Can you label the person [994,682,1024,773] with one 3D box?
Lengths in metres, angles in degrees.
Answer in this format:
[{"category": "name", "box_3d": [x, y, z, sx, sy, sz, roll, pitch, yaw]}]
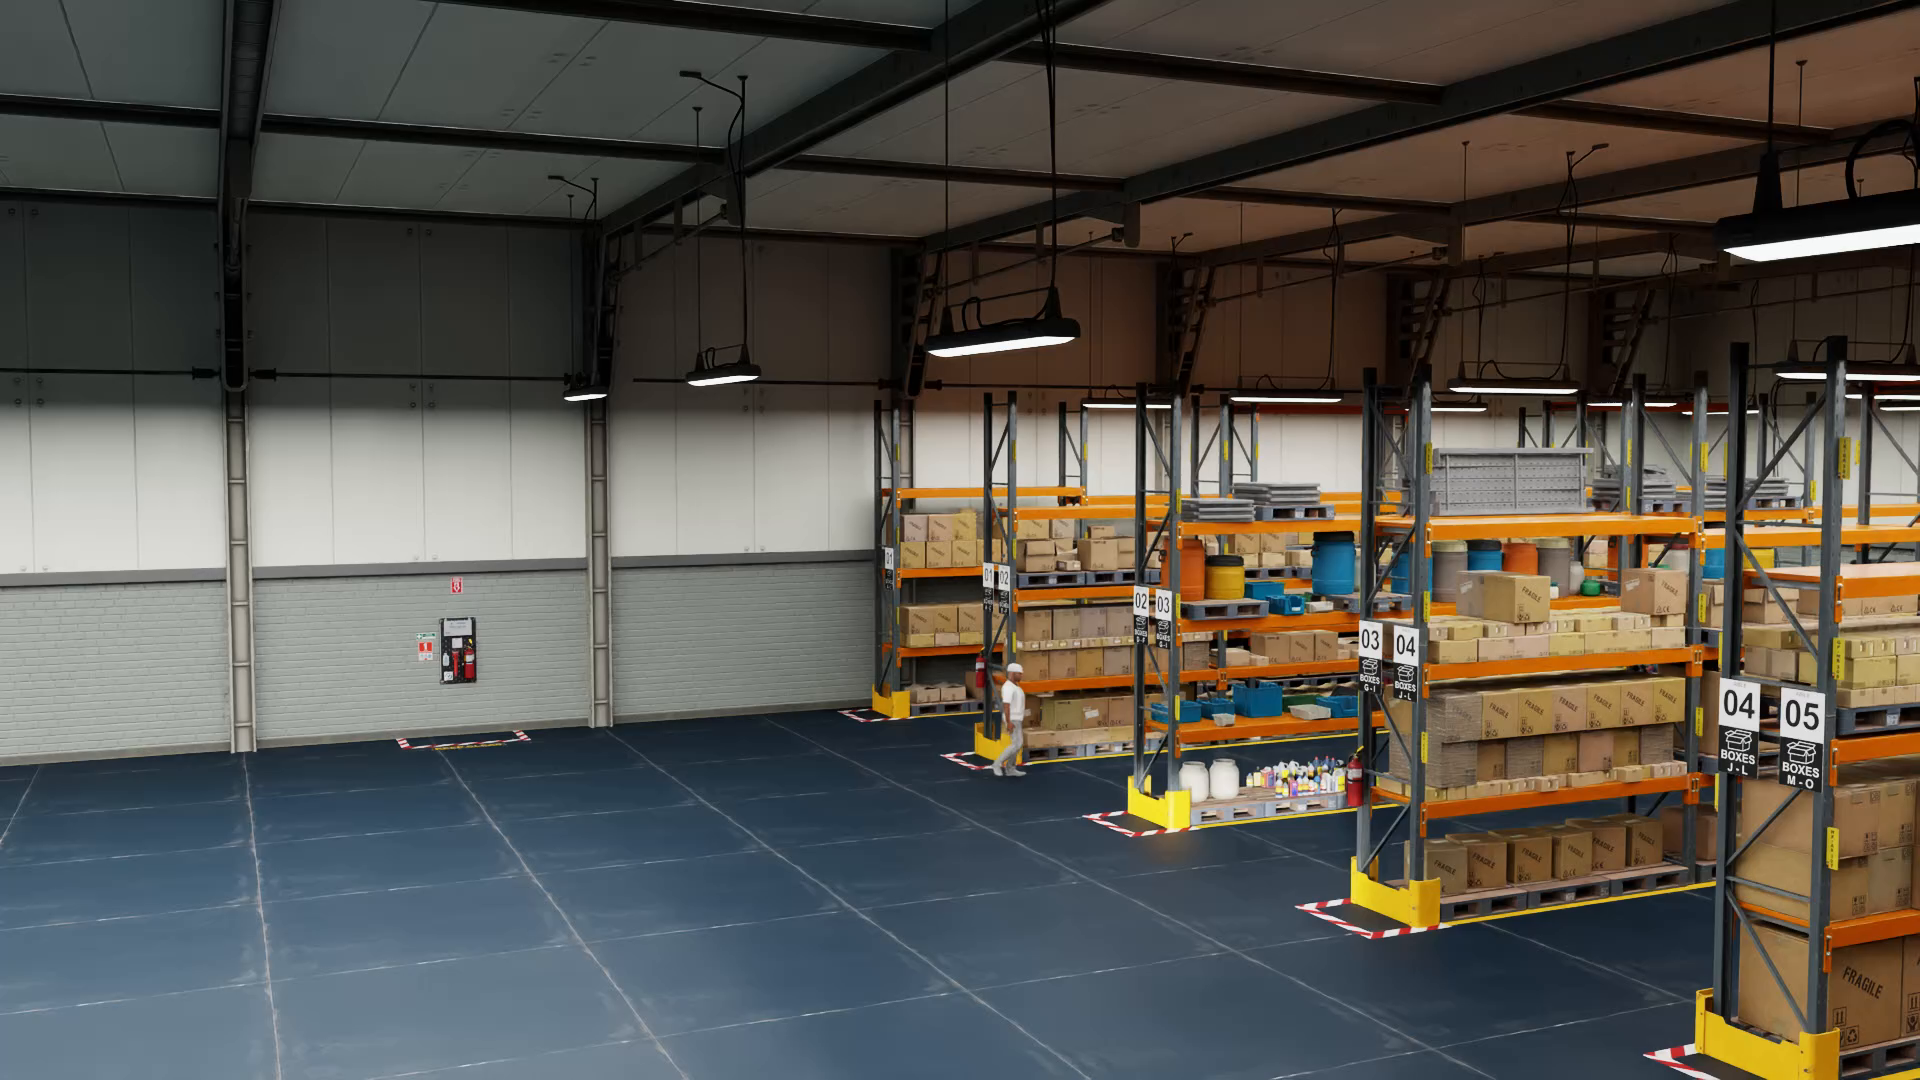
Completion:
[{"category": "person", "box_3d": [0.784, 2.898, 25.793, 0.446, 1.422, 0.582, 1, 3, 12]}]
